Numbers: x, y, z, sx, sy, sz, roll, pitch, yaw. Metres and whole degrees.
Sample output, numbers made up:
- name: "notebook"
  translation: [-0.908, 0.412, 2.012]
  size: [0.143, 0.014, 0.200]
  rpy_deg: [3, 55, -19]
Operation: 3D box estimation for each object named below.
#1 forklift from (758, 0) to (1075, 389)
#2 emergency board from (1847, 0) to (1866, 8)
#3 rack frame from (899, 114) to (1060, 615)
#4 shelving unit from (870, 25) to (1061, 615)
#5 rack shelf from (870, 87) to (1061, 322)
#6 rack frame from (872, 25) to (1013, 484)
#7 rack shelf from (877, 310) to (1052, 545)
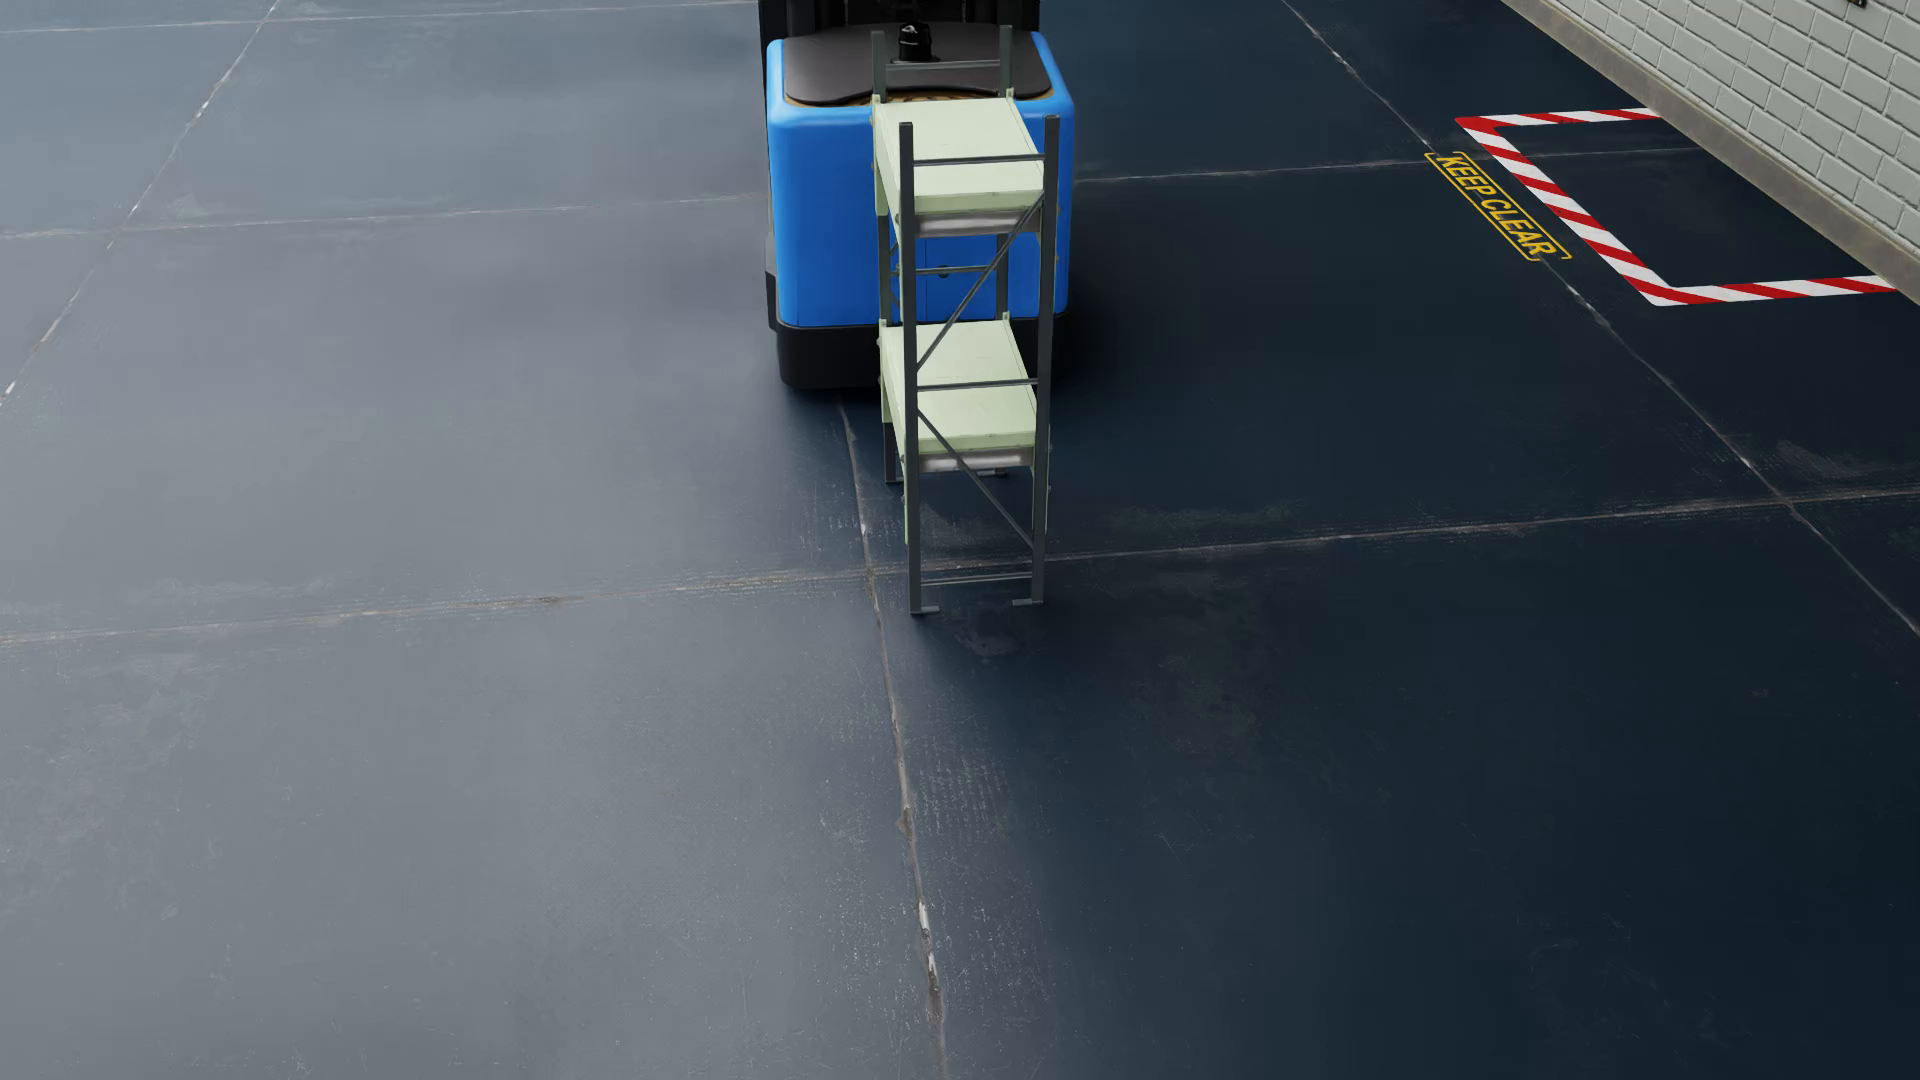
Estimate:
- name: "forklift"
  translation: [-0.260, -2.558, 6.401]
  size: [1.130, 2.935, 3.031]
  rpy_deg: [-3, 34, -5]
- name: "emergency board"
  translation: [3.594, -2.841, 6.755]
  size: [0.157, 1.169, 0.626]
  rpy_deg: [-4, 35, -6]
- name: "rack frame"
  translation: [0.048, -0.419, 4.533]
  size: [0.400, 1.500, 0.023]
  rpy_deg: [-4, 35, -6]
- name: "shelving unit"
  translation: [-0.001, -0.623, 4.833]
  size: [0.431, 1.500, 0.755]
  rpy_deg: [-4, 35, -6]
- name: "rack shelf"
  translation: [-0.001, -0.946, 4.613]
  size: [0.431, 0.370, 0.720]
  rpy_deg: [-4, 35, -6]
- name: "rack frame"
  translation: [-0.050, -0.828, 5.133]
  size: [0.400, 1.500, 0.023]
  rpy_deg: [-4, 35, -6]
- name: "rack shelf"
  translation: [-0.001, -0.354, 5.017]
  size: [0.431, 0.370, 0.720]
  rpy_deg: [-4, 35, -6]
